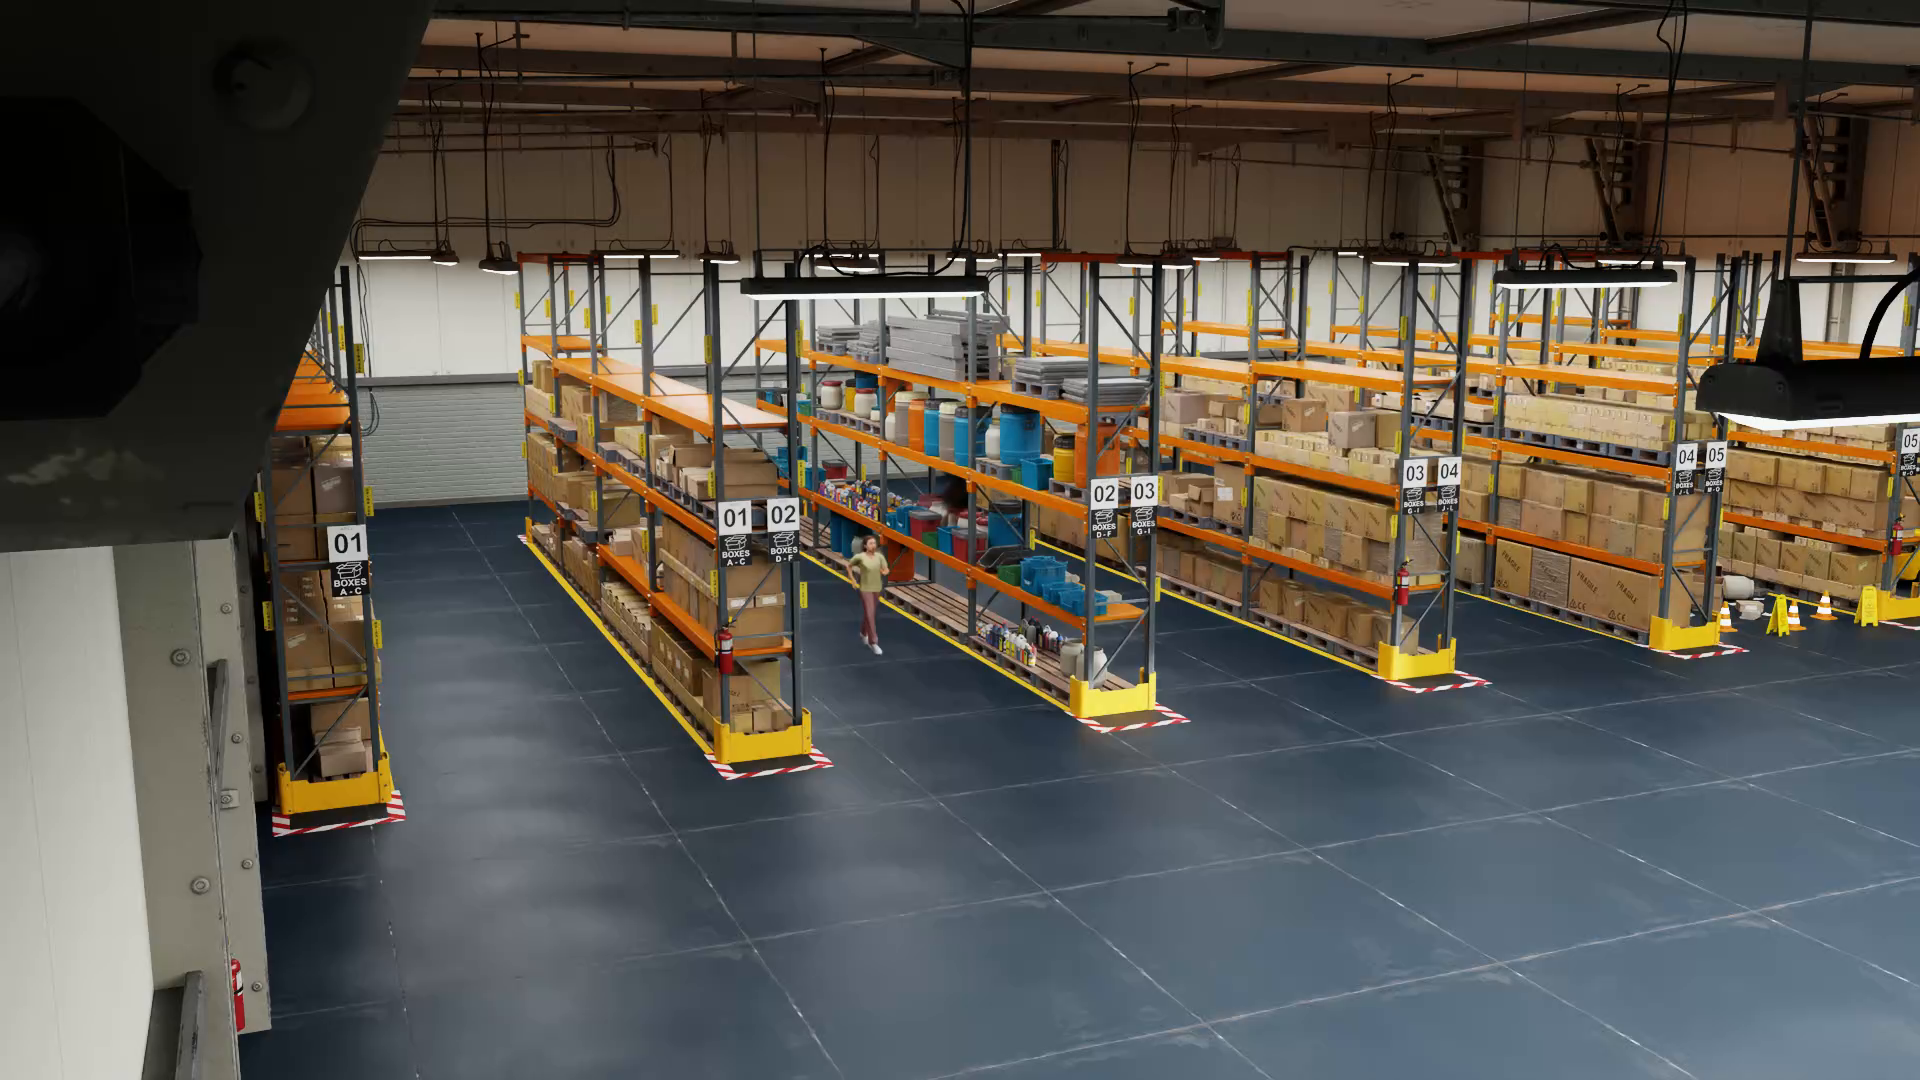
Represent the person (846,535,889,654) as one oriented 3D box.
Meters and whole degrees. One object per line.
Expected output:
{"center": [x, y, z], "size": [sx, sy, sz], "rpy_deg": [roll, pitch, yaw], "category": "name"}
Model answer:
{"center": [-1.305, 0.765, 24.423], "size": [0.564, 1.693, 0.844], "rpy_deg": [-6, 12, -31], "category": "person"}
